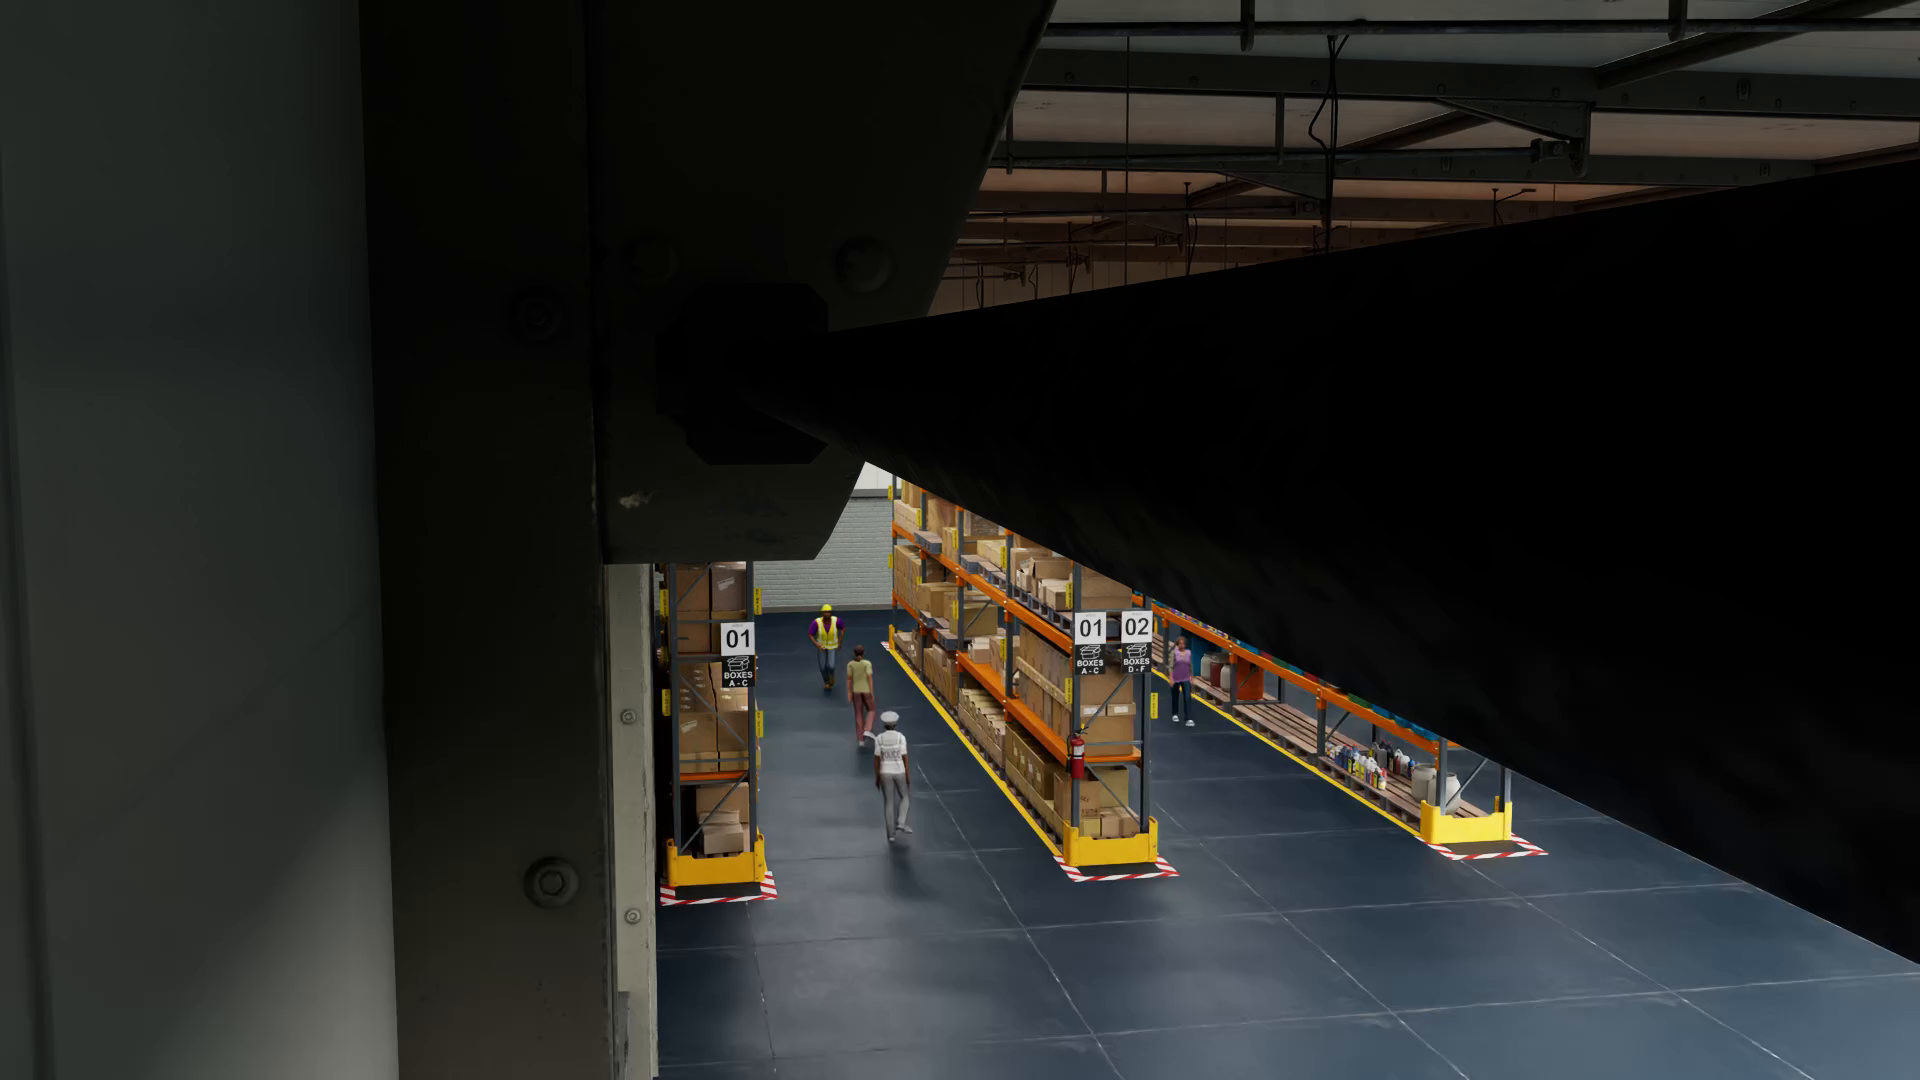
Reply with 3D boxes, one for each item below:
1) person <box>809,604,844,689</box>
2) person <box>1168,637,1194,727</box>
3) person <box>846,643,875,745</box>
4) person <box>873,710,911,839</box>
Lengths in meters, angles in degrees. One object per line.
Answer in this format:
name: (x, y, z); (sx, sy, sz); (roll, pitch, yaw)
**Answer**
person: (-2.556, 2.047, 31.817); (0.644, 1.678, 0.814); (0, 6, 1)
person: (3.827, 2.445, 28.779); (0.443, 1.536, 0.970); (1, 6, 5)
person: (-1.637, 2.527, 27.455); (0.493, 1.657, 0.474); (0, 6, -1)
person: (-0.901, 3.105, 22.060); (0.493, 1.672, 0.479); (0, 6, -2)
